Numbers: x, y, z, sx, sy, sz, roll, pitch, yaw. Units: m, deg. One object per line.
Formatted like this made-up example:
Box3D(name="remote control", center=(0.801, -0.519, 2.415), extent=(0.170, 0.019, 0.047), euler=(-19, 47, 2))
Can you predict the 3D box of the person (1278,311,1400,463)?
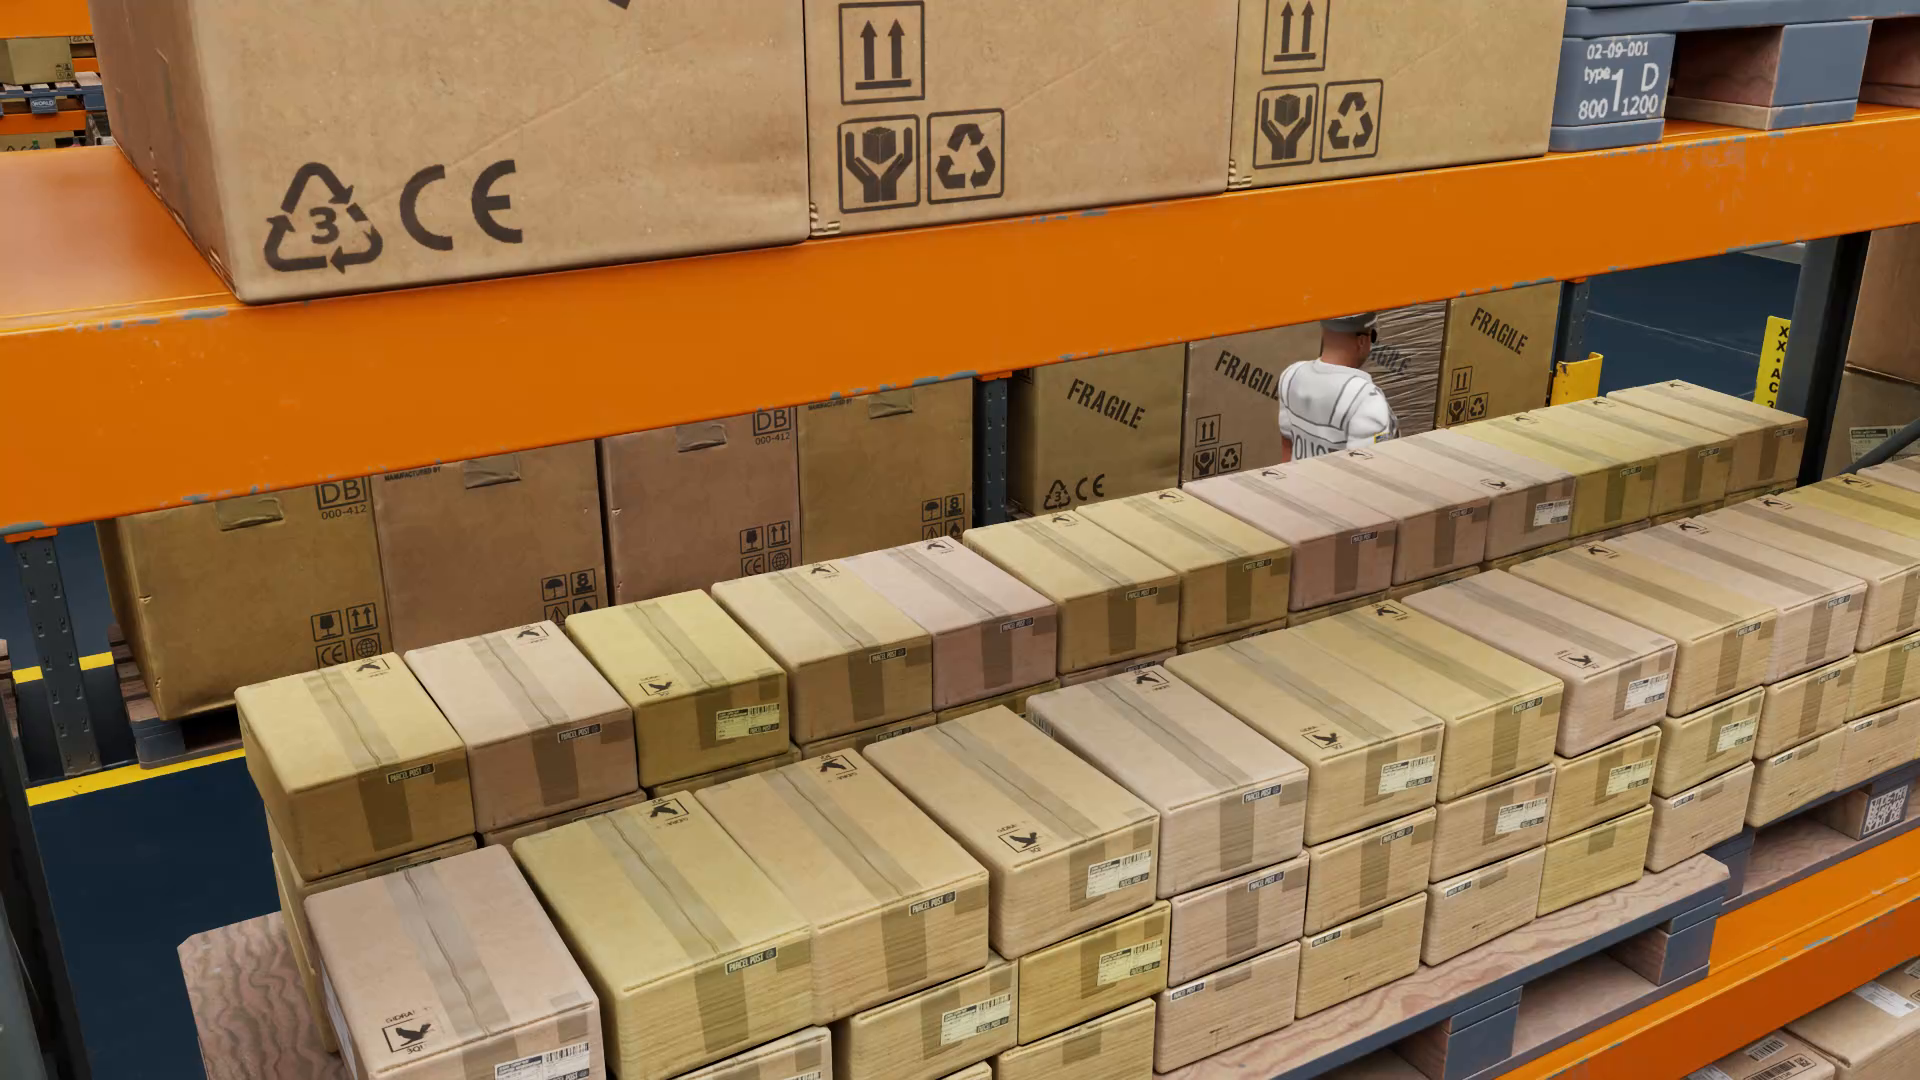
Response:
Box3D(name="person", center=(1.407, -0.053, 6.248), extent=(0.393, 1.738, 0.528), euler=(-12, 24, -27))
